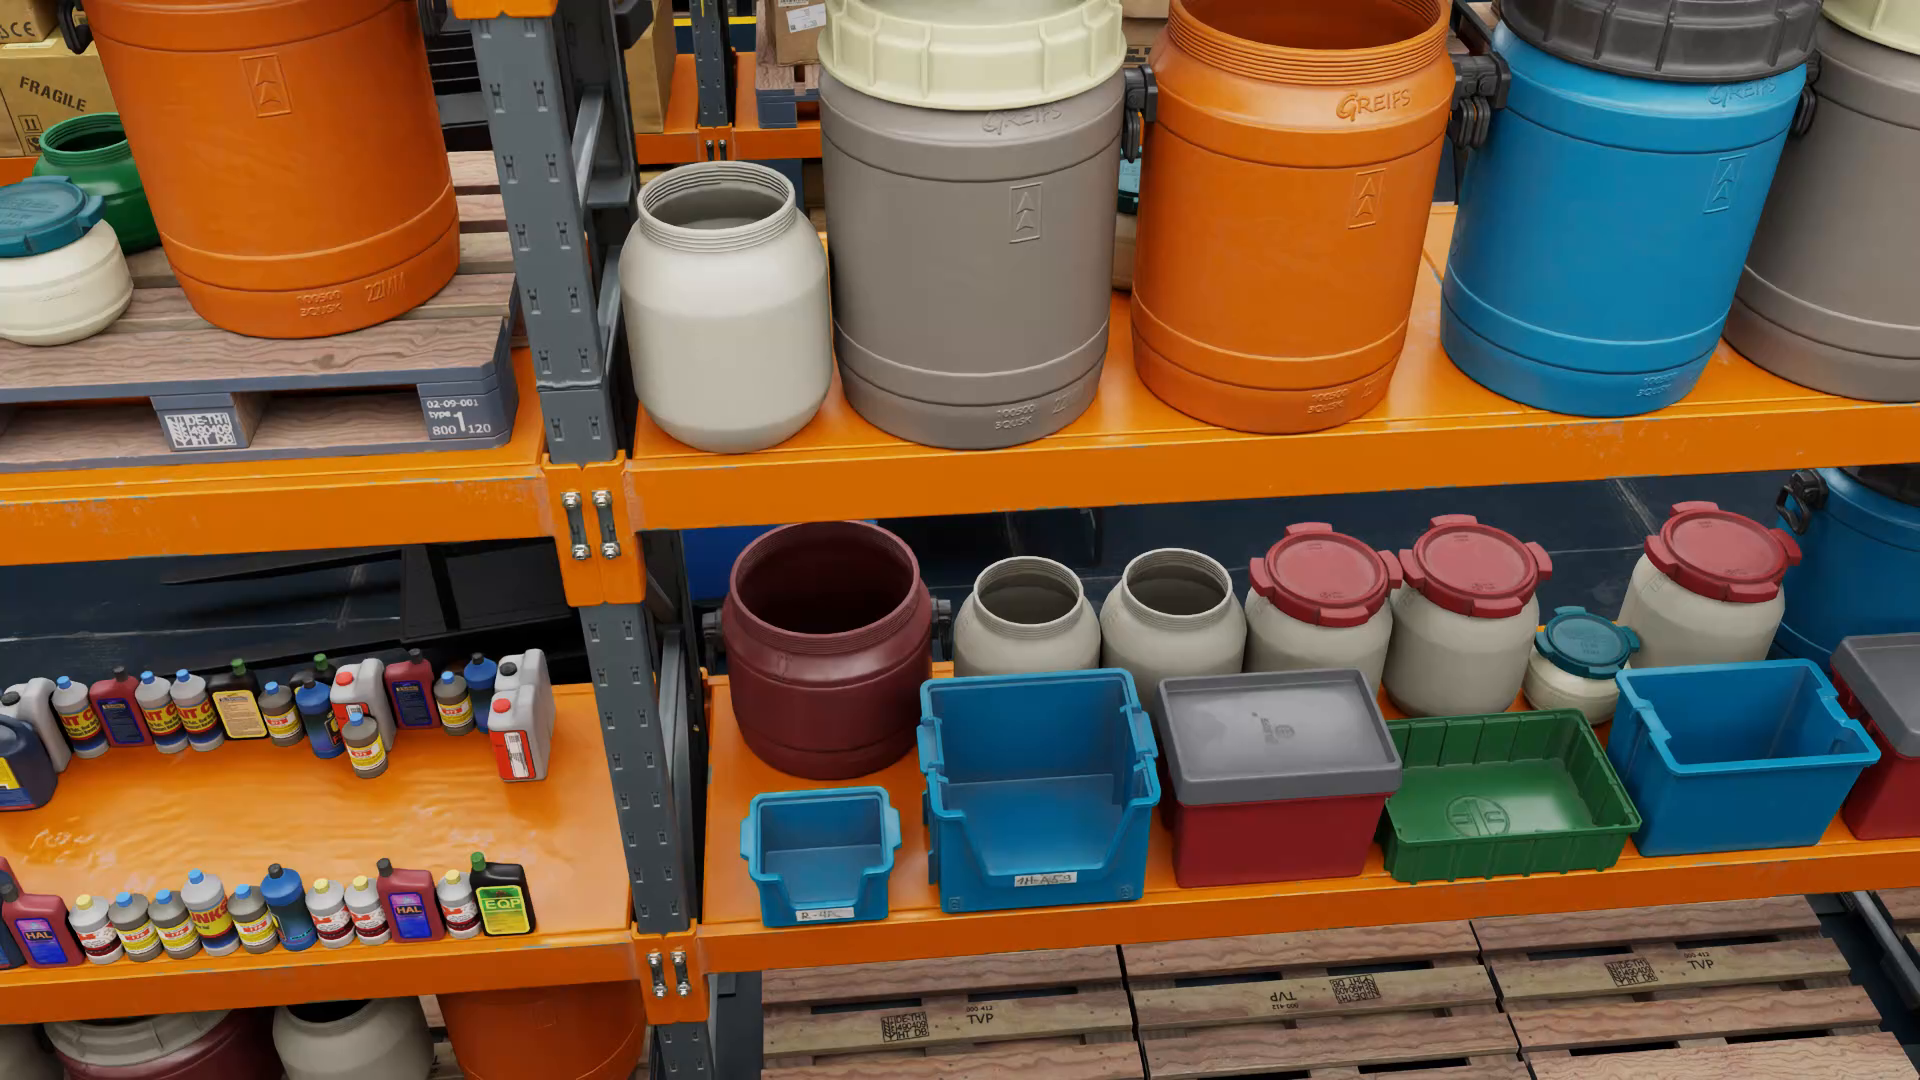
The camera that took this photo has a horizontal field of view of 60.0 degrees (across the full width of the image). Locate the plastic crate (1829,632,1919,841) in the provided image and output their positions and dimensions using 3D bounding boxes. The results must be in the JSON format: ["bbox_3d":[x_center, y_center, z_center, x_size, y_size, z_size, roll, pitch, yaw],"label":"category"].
[{"bbox_3d":[2.714,0.545,4.586,0.583,0.464,0.402,-3,38,-4],"label":"plastic crate"}]

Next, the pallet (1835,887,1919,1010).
[{"bbox_3d":[3.842,1.439,5.756,1.213,0.211,1.003,-3,38,-4],"label":"pallet"}]

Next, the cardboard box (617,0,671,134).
[{"bbox_3d":[-1.723,-2.341,8.214,0.500,0.500,0.500,-2,38,-3],"label":"cardboard box"}]

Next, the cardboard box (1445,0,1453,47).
[{"bbox_3d":[1.927,-3.144,8.490,1.000,1.000,1.000,-3,38,-4],"label":"cardboard box"}]

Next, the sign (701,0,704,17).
[{"bbox_3d":[-1.201,-2.594,7.681,0.005,0.325,0.100,-3,38,-4],"label":"sign"}]

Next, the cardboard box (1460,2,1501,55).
[{"bbox_3d":[2.919,-2.795,9.074,0.250,0.149,0.380,-3,38,-4],"label":"cardboard box"}]

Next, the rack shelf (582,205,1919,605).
[{"bbox_3d":[1.178,-0.430,4.033,4.000,0.370,1.077,-3,38,-4],"label":"rack shelf"}]

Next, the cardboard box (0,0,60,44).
[{"bbox_3d":[-4.602,-2.735,7.904,0.637,0.503,0.797,-4,38,-5],"label":"cardboard box"}]

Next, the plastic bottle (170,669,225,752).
[{"bbox_3d":[-2.216,0.484,4.819,0.097,0.271,0.097,0,38,0],"label":"plastic bottle"}]

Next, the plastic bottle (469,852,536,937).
[{"bbox_3d":[-1.180,0.906,4.275,0.133,0.283,0.061,-3,38,-4],"label":"plastic bottle"}]

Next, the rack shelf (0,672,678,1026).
[{"bbox_3d":[-2.807,0.967,4.684,4.000,0.370,1.077,-3,38,-4],"label":"rack shelf"}]

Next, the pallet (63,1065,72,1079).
[{"bbox_3d":[-2.809,1.803,5.294,1.213,0.211,1.003,-3,38,-4],"label":"pallet"}]

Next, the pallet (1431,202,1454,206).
[{"bbox_3d":[3.397,-1.665,9.690,1.213,0.211,1.003,-3,38,-4],"label":"pallet"}]

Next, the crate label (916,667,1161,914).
[{"bbox_3d":[0.199,0.673,4.447,0.616,0.435,0.502,-3,38,-4],"label":"crate label"}]

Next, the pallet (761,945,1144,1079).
[{"bbox_3d":[-0.040,1.651,5.488,1.213,0.211,1.003,-3,38,-4],"label":"pallet"}]

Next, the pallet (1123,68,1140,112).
[{"bbox_3d":[0.715,-2.540,8.702,1.213,0.211,1.003,-3,38,-4],"label":"pallet"}]

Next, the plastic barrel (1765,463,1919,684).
[{"bbox_3d":[2.758,-0.007,4.933,0.708,0.901,0.600,-3,38,-4],"label":"plastic barrel"}]

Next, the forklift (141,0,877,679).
[{"bbox_3d":[-1.910,-0.853,6.465,3.031,2.935,1.130,-9,39,-11],"label":"forklift"}]

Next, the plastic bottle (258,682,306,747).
[{"bbox_3d":[-1.986,0.499,4.856,0.097,0.201,0.097,0,38,0],"label":"plastic bottle"}]

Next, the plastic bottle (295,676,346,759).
[{"bbox_3d":[-1.848,0.502,4.796,0.097,0.271,0.097,0,38,0],"label":"plastic bottle"}]

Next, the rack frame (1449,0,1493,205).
[{"bbox_3d":[2.731,-2.701,8.751,0.127,3.000,1.000,-3,38,-4],"label":"rack frame"}]

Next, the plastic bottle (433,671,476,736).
[{"bbox_3d":[-1.489,0.472,4.891,0.097,0.201,0.097,0,38,0],"label":"plastic bottle"}]

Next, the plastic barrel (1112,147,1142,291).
[{"bbox_3d":[0.431,-0.763,3.985,0.301,0.262,0.301,0,38,0],"label":"plastic barrel"}]

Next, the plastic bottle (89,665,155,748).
[{"bbox_3d":[-2.429,0.480,4.814,0.133,0.283,0.061,-3,38,-4],"label":"plastic bottle"}]

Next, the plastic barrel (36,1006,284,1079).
[{"bbox_3d":[-2.425,1.456,5.091,0.708,0.588,0.600,-3,38,-4],"label":"plastic barrel"}]

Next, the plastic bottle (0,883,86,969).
[{"bbox_3d":[-2.318,0.968,4.195,0.133,0.283,0.061,-3,38,-4],"label":"plastic bottle"}]

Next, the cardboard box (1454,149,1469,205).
[{"bbox_3d":[3.133,-1.882,9.392,0.500,0.500,0.500,-4,38,-5],"label":"cardboard box"}]

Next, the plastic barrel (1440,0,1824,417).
[{"bbox_3d":[1.379,-0.786,3.498,0.708,0.901,0.600,-3,38,-4],"label":"plastic barrel"}]

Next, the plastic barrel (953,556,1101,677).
[{"bbox_3d":[0.191,0.342,4.804,0.421,0.512,0.421,0,38,0],"label":"plastic barrel"}]

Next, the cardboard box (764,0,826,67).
[{"bbox_3d":[-0.719,-2.740,8.381,0.500,0.500,0.500,-8,39,-10],"label":"cardboard box"}]

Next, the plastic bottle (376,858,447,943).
[{"bbox_3d":[-1.410,0.918,4.259,0.133,0.283,0.061,-3,38,-4],"label":"plastic bottle"}]

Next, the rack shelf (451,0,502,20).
[{"bbox_3d":[-2.807,-1.231,2.950,4.000,0.370,1.077,-3,38,-4],"label":"rack shelf"}]

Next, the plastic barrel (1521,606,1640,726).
[{"bbox_3d":[1.838,0.387,4.949,0.301,0.262,0.301,0,38,0],"label":"plastic barrel"}]

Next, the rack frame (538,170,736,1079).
[{"bbox_3d":[-0.815,0.575,4.600,0.127,3.000,1.000,-3,38,-4],"label":"rack frame"}]

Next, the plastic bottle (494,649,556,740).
[{"bbox_3d":[-1.274,0.448,4.861,0.135,0.276,0.152,-3,38,-4],"label":"plastic bottle"}]

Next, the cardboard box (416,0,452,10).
[{"bbox_3d":[-2.632,-2.850,8.050,0.637,0.503,0.797,-2,38,-3],"label":"cardboard box"}]

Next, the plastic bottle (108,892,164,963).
[{"bbox_3d":[-2.108,0.978,4.250,0.097,0.201,0.097,0,38,0],"label":"plastic bottle"}]

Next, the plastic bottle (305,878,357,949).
[{"bbox_3d":[-1.623,0.951,4.283,0.097,0.201,0.097,0,38,0],"label":"plastic bottle"}]

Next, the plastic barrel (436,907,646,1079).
[{"bbox_3d":[-1.300,1.299,5.095,0.708,0.830,0.600,-3,38,-4],"label":"plastic barrel"}]

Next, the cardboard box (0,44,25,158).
[{"bbox_3d":[-4.757,-2.172,8.001,0.500,0.500,0.500,-3,38,-4],"label":"cardboard box"}]

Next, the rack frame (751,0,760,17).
[{"bbox_3d":[-1.592,-5.547,12.359,0.127,3.000,1.000,-3,38,-4],"label":"rack frame"}]

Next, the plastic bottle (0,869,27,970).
[{"bbox_3d":[-2.480,0.925,4.196,0.185,0.351,0.144,-3,38,-4],"label":"plastic bottle"}]

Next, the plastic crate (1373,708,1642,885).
[{"bbox_3d":[1.460,0.708,4.602,0.662,0.188,0.450,-3,38,-4],"label":"plastic crate"}]

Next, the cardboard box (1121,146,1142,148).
[{"bbox_3d":[1.083,-1.826,9.306,0.500,0.500,0.700,-6,39,-8],"label":"cardboard box"}]

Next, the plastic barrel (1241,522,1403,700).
[{"bbox_3d":[1.036,0.283,4.860,0.433,0.535,0.433,0,38,0],"label":"plastic barrel"}]

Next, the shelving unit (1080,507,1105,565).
[{"bbox_3d":[0.101,-0.597,7.296,1.048,1.500,0.538,-3,38,-4],"label":"shelving unit"}]

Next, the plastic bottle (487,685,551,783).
[{"bbox_3d":[-1.261,0.541,4.742,0.135,0.276,0.152,-3,38,-4],"label":"plastic bottle"}]

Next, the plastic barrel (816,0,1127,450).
[{"bbox_3d":[0.023,-0.711,3.403,0.600,0.901,0.600,0,38,0],"label":"plastic barrel"}]

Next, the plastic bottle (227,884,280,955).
[{"bbox_3d":[-1.817,0.962,4.270,0.097,0.201,0.097,0,38,0],"label":"plastic bottle"}]

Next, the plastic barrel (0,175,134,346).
[{"bbox_3d":[-1.870,-0.564,3.395,0.301,0.262,0.301,0,38,0],"label":"plastic barrel"}]

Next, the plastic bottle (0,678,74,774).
[{"bbox_3d":[-2.656,0.524,4.765,0.135,0.276,0.152,-3,38,-4],"label":"plastic bottle"}]

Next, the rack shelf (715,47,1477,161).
[{"bbox_3d":[0.739,-2.309,8.835,4.000,0.370,1.077,-3,38,-4],"label":"rack shelf"}]

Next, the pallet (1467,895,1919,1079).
[{"bbox_3d":[2.391,1.517,5.657,1.213,0.211,1.003,-3,38,-4],"label":"pallet"}]

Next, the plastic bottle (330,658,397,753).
[{"bbox_3d":[-1.735,0.473,4.829,0.135,0.276,0.152,-3,38,-4],"label":"plastic bottle"}]
